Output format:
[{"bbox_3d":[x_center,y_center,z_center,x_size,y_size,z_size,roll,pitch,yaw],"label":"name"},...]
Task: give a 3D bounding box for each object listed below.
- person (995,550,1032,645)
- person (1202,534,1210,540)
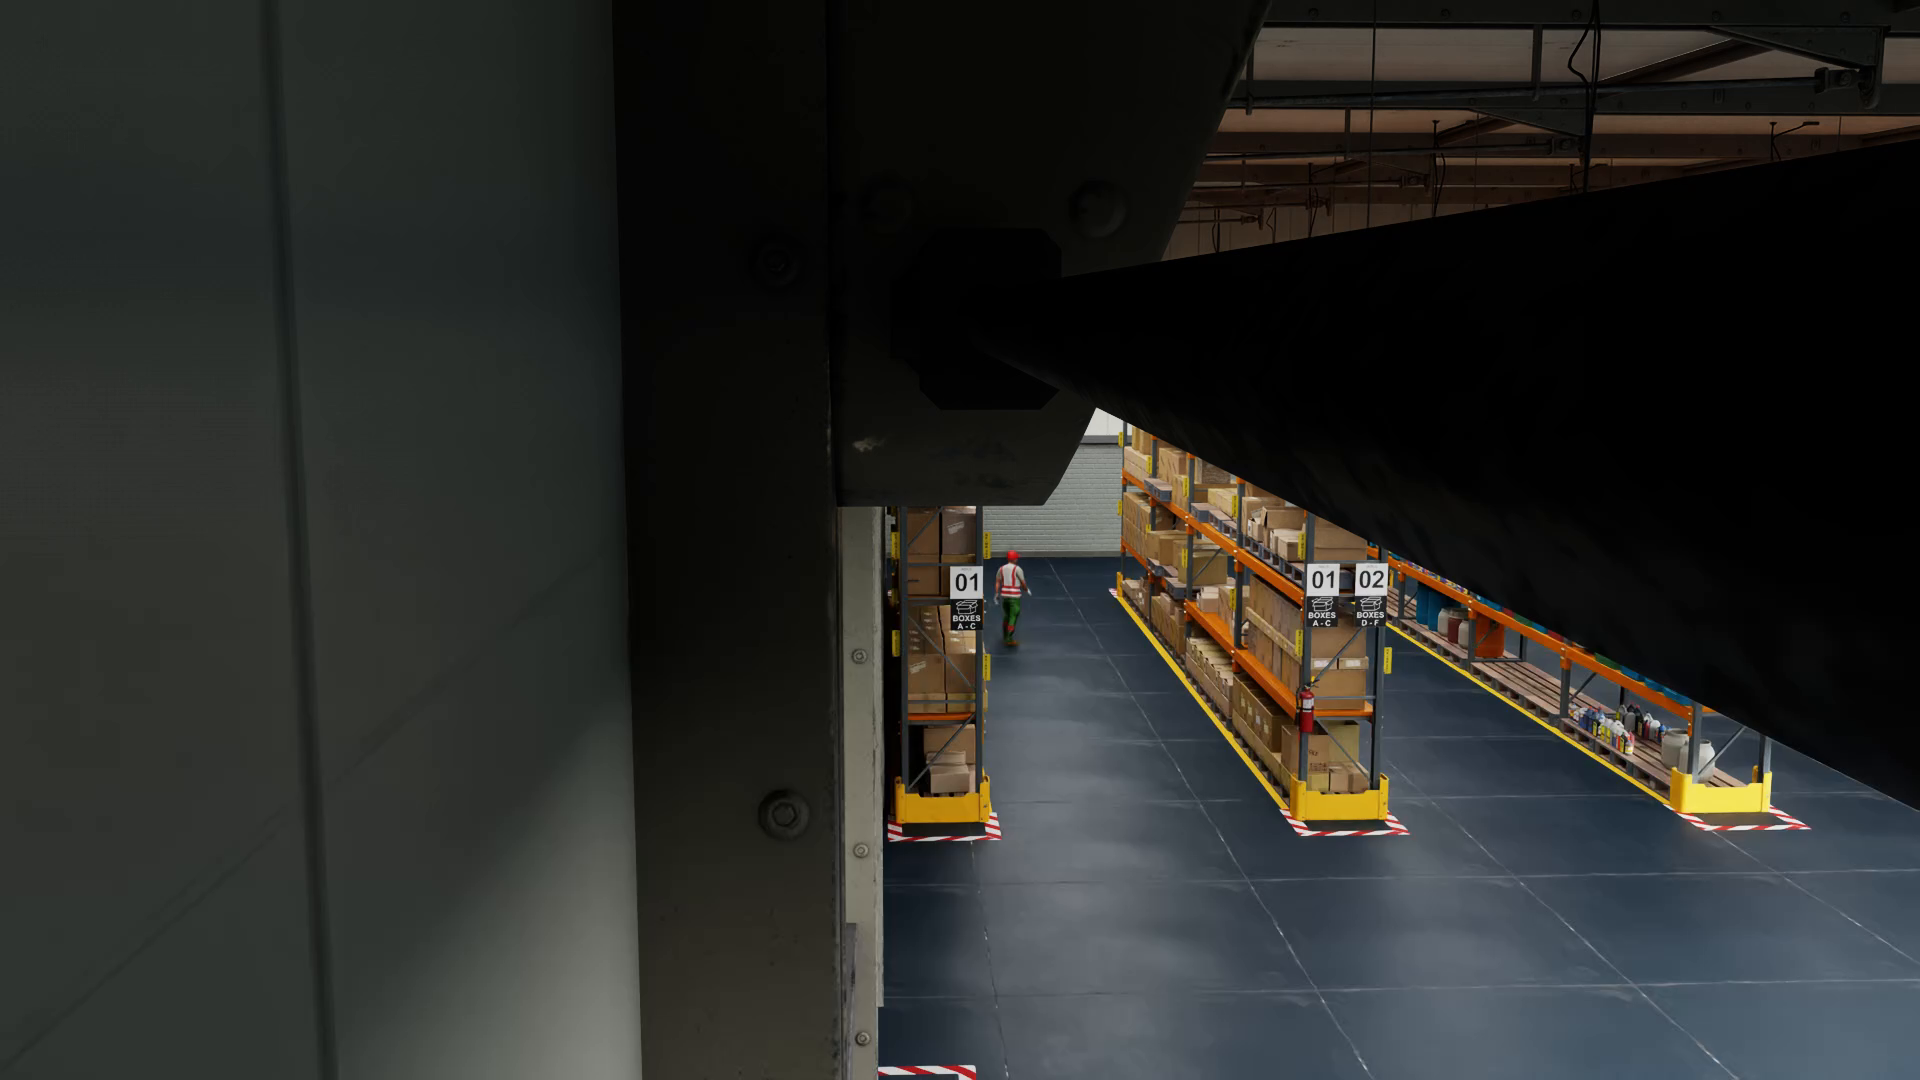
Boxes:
[{"bbox_3d":[0.957,1.068,31.269,0.616,1.759,0.711,6,10,36],"label":"person"},{"bbox_3d":[5.618,0.147,38.119,0.694,1.682,0.716,1,8,5],"label":"person"}]
